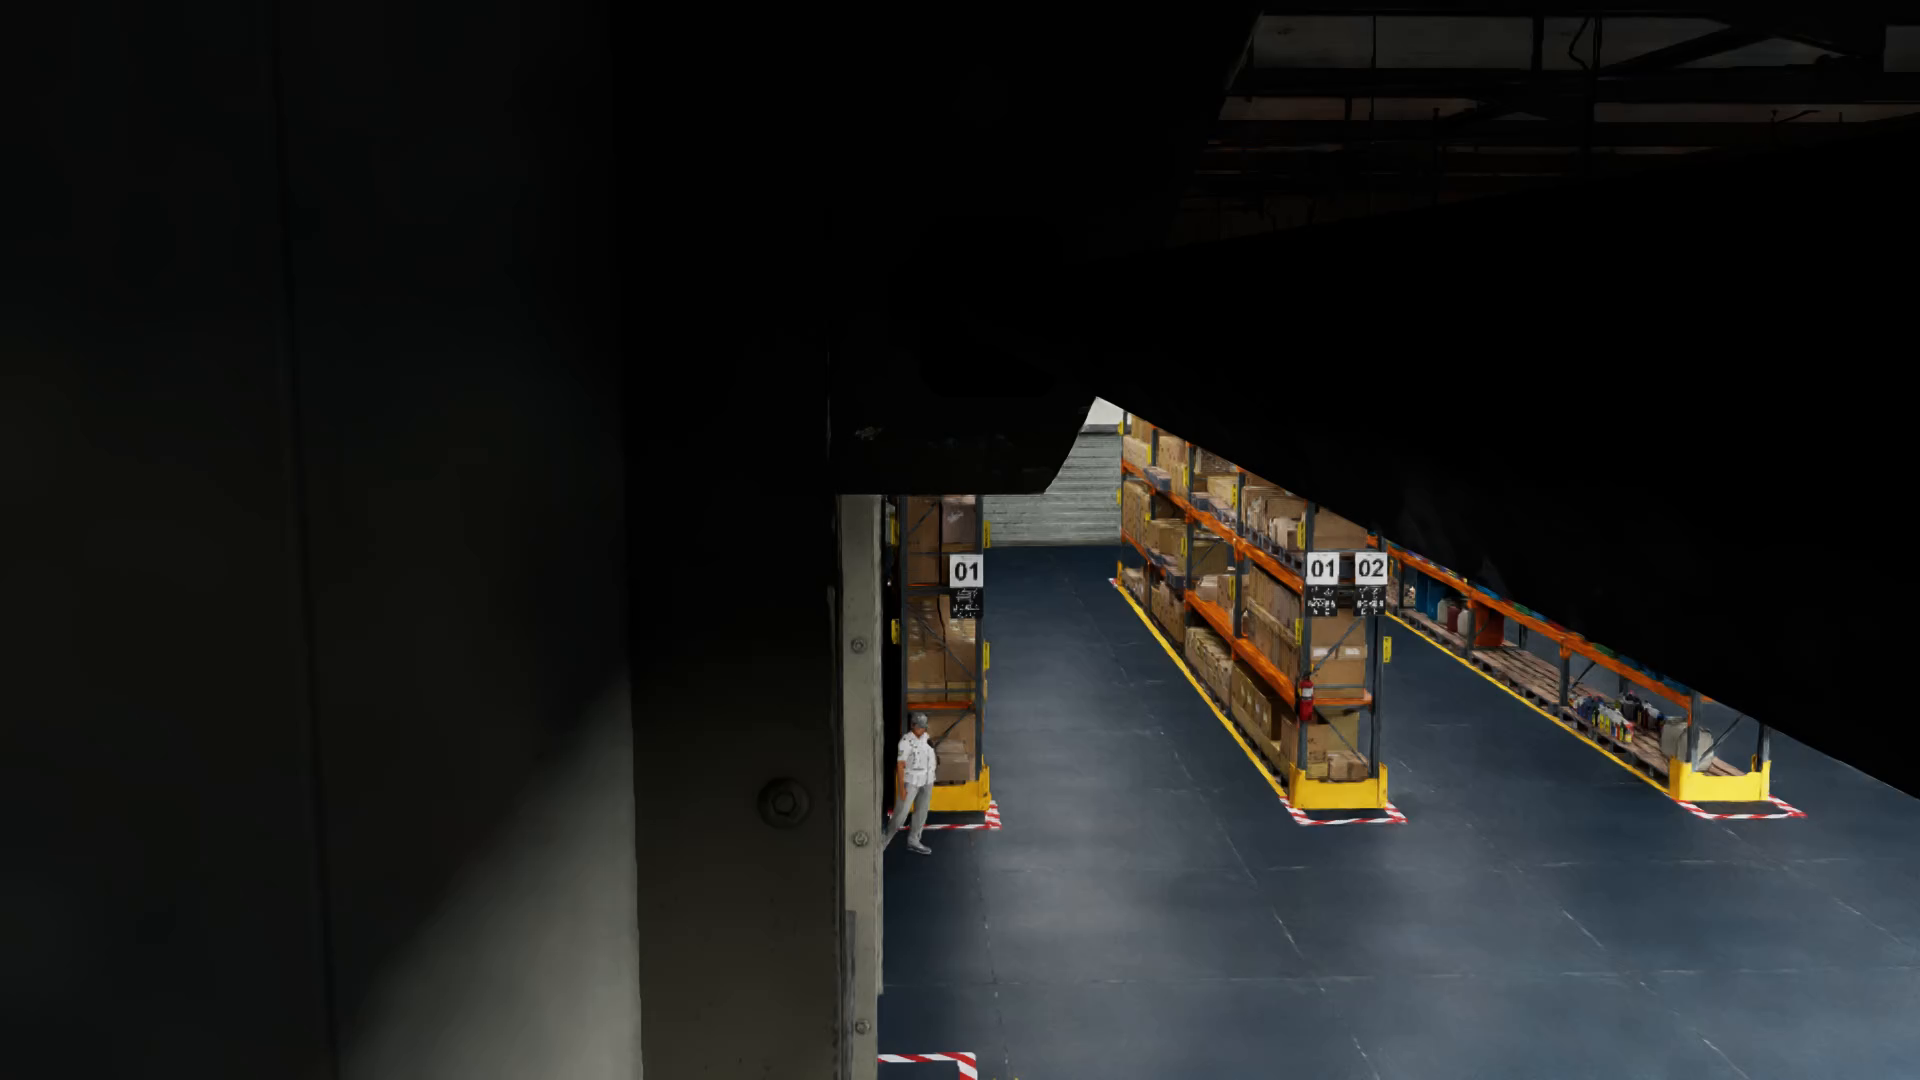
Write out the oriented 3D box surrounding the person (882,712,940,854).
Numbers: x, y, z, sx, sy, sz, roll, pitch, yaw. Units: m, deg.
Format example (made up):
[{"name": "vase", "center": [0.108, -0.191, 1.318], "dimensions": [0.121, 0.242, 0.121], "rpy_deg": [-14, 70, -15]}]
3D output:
[{"name": "person", "center": [-0.612, 2.760, 18.808], "dimensions": [0.694, 1.656, 0.539], "rpy_deg": [-8, 12, -43]}]
